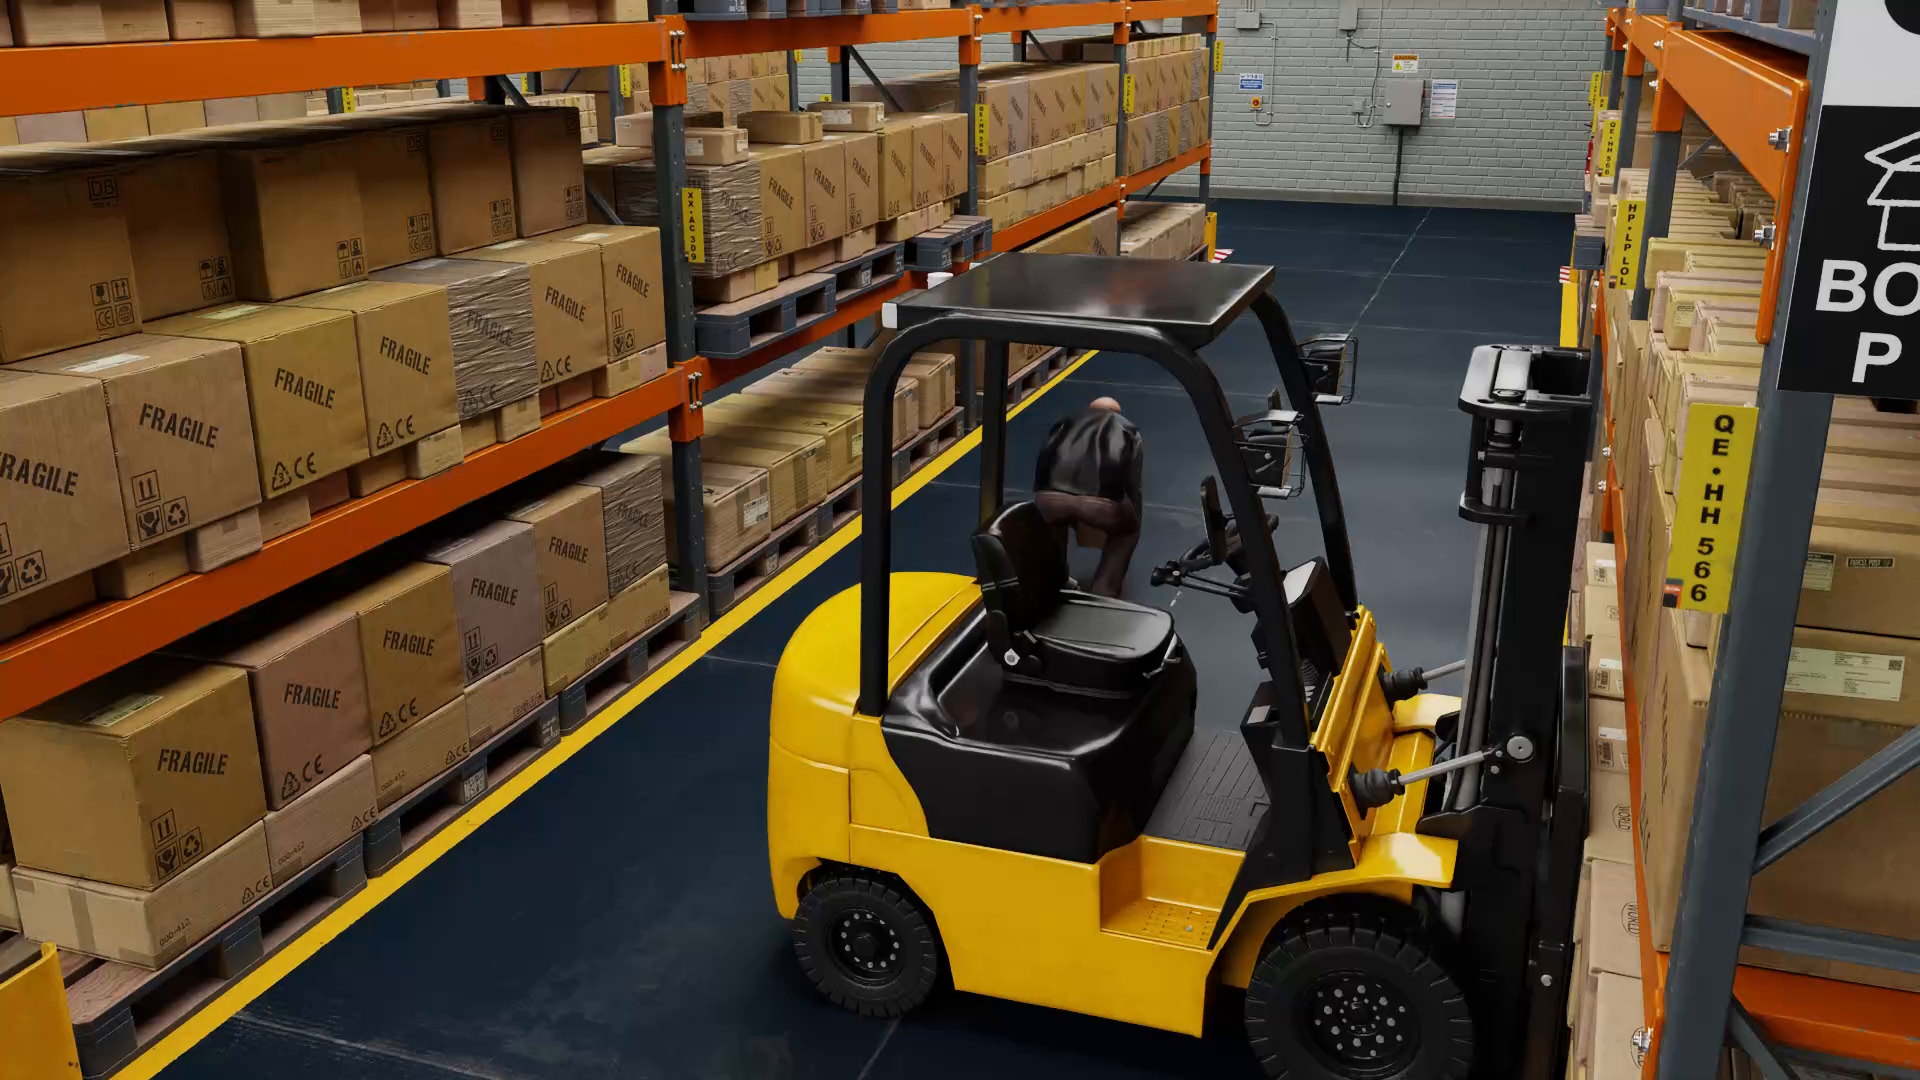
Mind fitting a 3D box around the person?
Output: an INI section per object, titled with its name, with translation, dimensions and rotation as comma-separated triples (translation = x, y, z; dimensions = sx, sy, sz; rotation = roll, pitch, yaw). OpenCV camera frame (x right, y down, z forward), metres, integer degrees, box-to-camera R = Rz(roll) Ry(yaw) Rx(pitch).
[person]
translation = 0.643, -0.161, 8.270
dimensions = 0.520, 0.969, 0.938
rotation = 5, 19, 16
